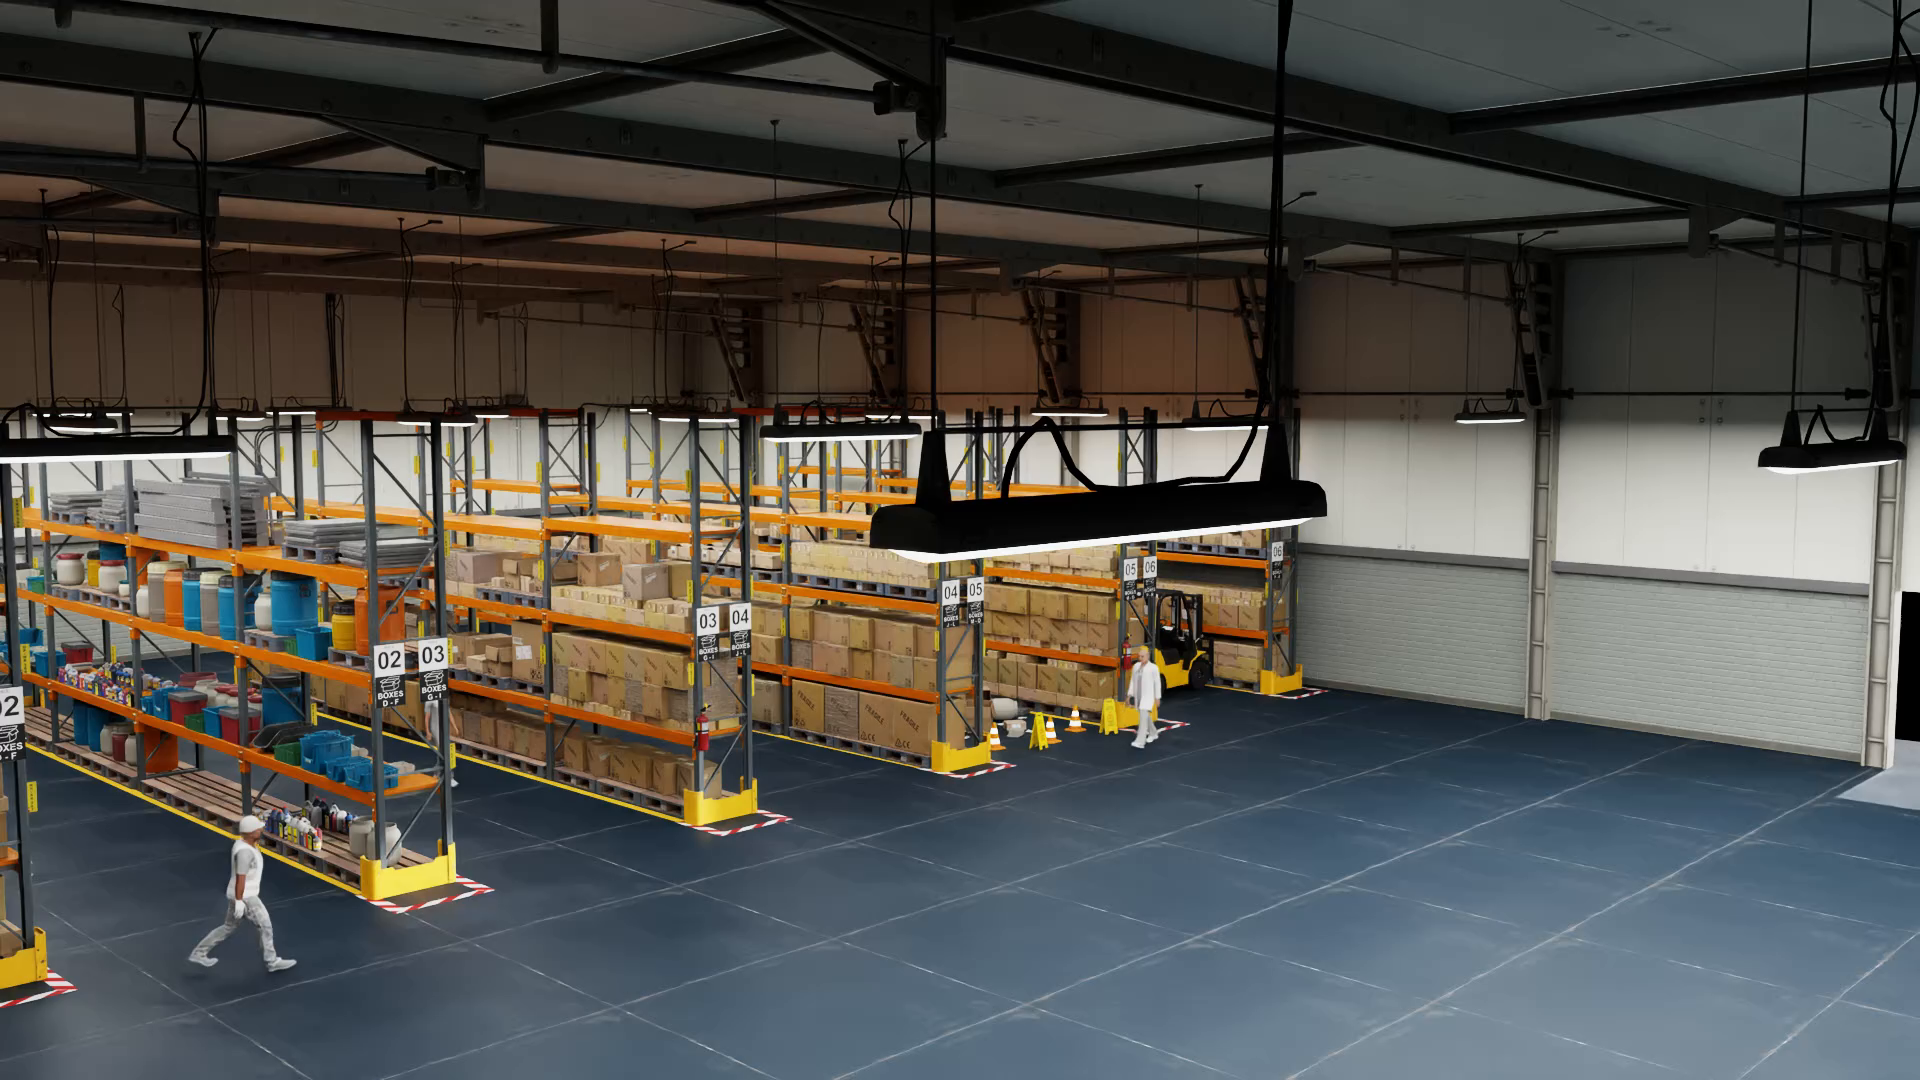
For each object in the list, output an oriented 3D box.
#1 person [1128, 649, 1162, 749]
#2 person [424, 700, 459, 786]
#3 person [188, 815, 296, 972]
[{"bbox_3d":[3.284,2.824,29.807,0.978,1.756,0.567,-4,7,-39],"label":"person"},{"bbox_3d":[-8.353,3.125,27.021,0.745,1.666,0.468,3,6,29],"label":"person"},{"bbox_3d":[-7.845,3.864,18.121,1.101,1.735,0.573,-2,5,-19],"label":"person"}]
